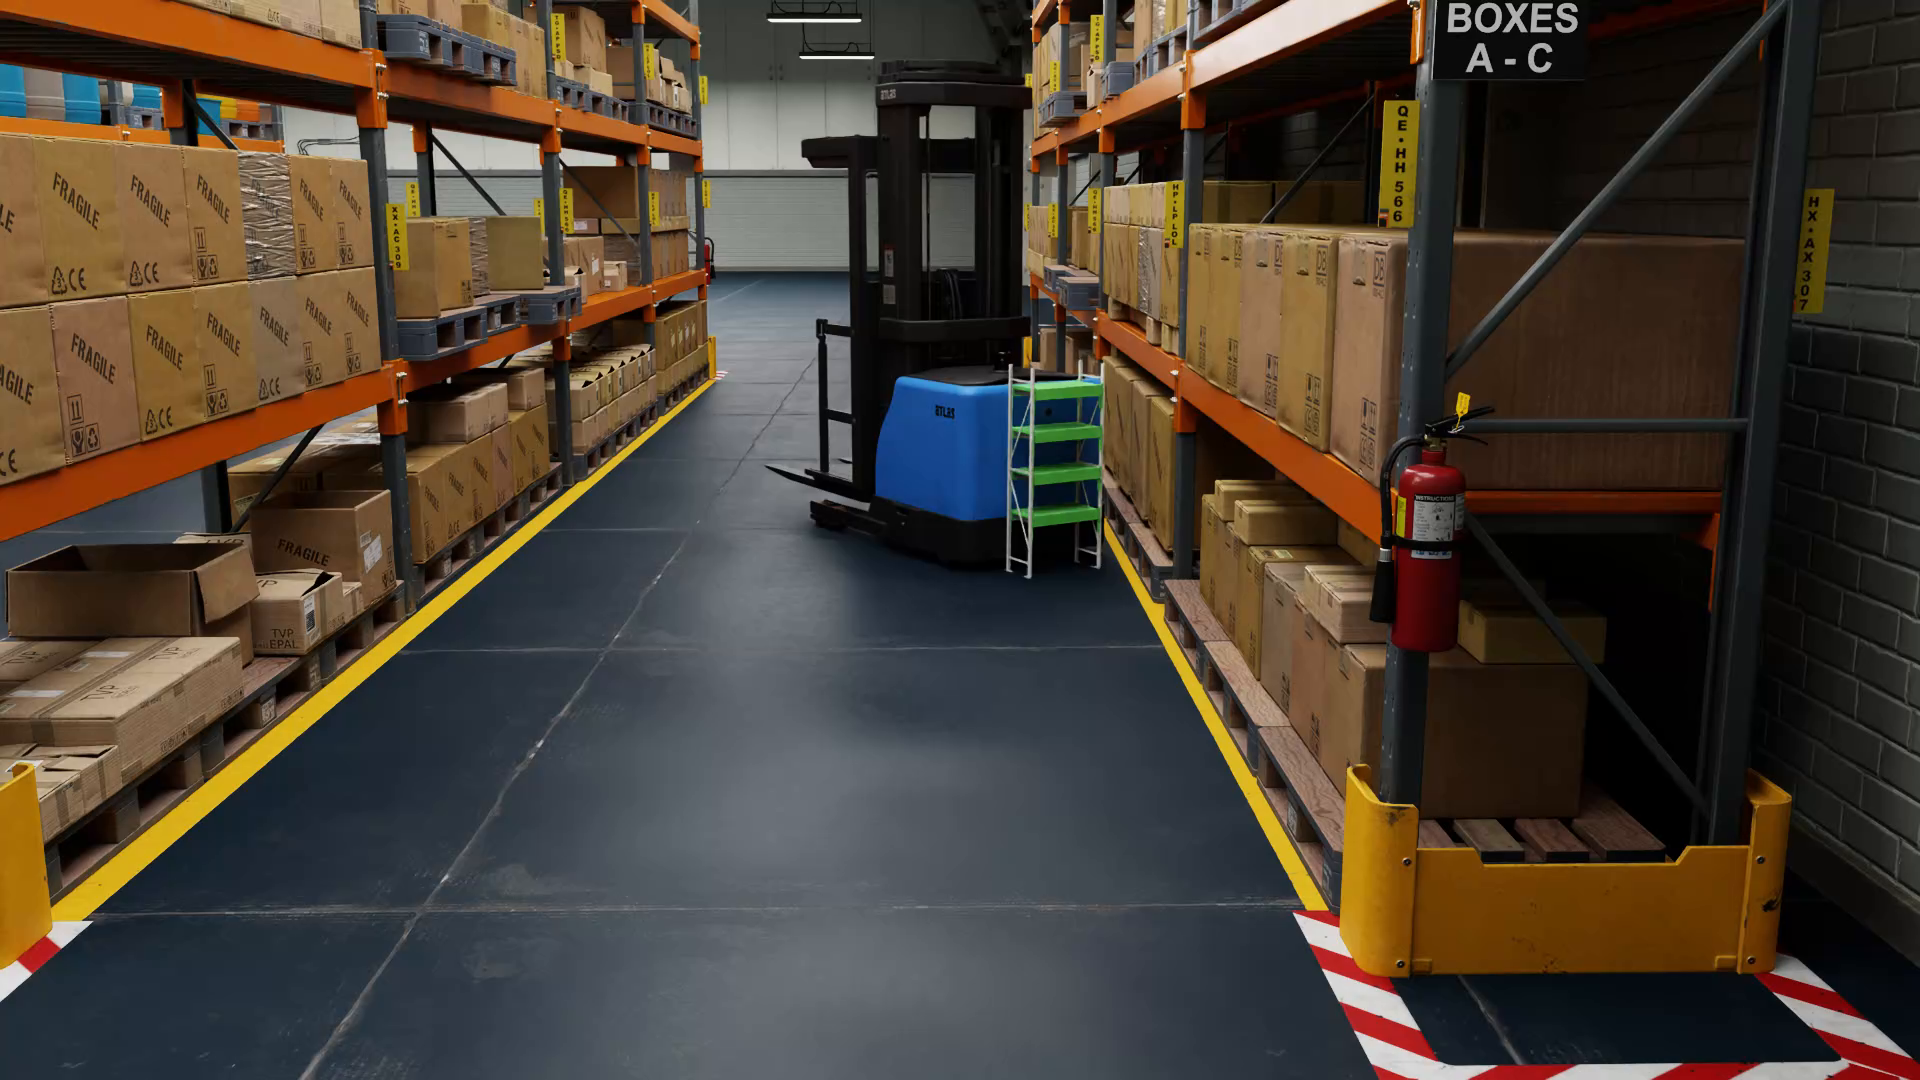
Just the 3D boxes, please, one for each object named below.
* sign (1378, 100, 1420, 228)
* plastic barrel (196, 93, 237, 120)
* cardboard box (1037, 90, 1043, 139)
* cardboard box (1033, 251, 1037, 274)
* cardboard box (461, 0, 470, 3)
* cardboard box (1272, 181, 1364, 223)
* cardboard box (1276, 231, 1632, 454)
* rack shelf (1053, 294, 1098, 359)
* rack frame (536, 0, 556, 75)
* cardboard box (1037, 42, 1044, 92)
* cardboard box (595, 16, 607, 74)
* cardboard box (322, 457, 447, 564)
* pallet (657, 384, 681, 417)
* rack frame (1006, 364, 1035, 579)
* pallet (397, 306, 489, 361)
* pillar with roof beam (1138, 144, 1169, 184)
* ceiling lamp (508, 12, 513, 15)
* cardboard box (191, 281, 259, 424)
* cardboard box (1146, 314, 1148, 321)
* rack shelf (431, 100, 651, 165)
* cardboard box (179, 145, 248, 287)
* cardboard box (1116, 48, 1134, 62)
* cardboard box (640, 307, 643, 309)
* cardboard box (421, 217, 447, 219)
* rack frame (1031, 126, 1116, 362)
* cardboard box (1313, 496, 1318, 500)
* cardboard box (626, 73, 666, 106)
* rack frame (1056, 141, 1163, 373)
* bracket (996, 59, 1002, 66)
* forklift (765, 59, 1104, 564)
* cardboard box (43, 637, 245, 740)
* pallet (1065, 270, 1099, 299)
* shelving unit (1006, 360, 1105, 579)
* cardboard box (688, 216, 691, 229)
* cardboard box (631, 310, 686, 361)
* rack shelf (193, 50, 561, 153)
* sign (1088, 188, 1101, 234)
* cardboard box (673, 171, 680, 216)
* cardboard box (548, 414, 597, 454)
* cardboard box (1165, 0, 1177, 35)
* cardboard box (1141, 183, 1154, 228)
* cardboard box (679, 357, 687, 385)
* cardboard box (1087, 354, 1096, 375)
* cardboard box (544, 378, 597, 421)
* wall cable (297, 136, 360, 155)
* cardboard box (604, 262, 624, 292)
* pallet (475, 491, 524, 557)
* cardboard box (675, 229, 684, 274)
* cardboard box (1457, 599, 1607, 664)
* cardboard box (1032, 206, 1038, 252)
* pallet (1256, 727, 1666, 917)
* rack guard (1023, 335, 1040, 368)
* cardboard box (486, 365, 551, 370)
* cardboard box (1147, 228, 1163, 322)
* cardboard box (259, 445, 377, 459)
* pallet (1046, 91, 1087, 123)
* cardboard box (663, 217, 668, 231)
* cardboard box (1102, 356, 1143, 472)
[{"bbox_3d":[1.156,-0.986,4.365,0.100,0.325,0.005,0,11,-1],"label":"sign"},{"bbox_3d":[-8.386,-4.983,18.505,0.600,0.588,0.600,0,11,0],"label":"plastic barrel"},{"bbox_3d":[1.115,-4.733,18.500,0.500,0.500,0.500,0,11,1],"label":"cardboard box"},{"bbox_3d":[1.090,-3.116,18.699,0.500,0.250,0.500,0,11,-2],"label":"cardboard box"},{"bbox_3d":[-3.395,-3.590,10.401,0.500,0.500,0.500,0,11,-1],"label":"cardboard box"},{"bbox_3d":[1.867,-1.761,8.760,0.500,0.250,0.500,0,11,1],"label":"cardboard box"},{"bbox_3d":[1.652,-0.694,5.683,0.980,0.700,0.700,0,11,-2],"label":"cardboard box"},{"bbox_3d":[1.492,-1.937,14.371,1.077,0.370,4.000,0,11,-1],"label":"rack shelf"},{"bbox_3d":[-3.419,-4.811,11.639,1.000,3.000,0.127,0,11,-1],"label":"rack frame"},{"bbox_3d":[1.115,-5.222,18.392,0.500,0.500,0.500,0,11,0],"label":"cardboard box"},{"bbox_3d":[-3.529,-4.513,15.150,0.500,0.500,0.500,0,11,0],"label":"cardboard box"},{"bbox_3d":[-3.103,-0.163,9.000,0.500,0.500,0.500,-1,11,-4],"label":"cardboard box"},{"bbox_3d":[-3.476,-1.458,17.212,1.003,0.211,1.213,0,11,-1],"label":"pallet"},{"bbox_3d":[0.342,-0.388,9.445,0.015,1.200,0.240,-7,14,-31],"label":"rack frame"},{"bbox_3d":[-3.244,-1.141,9.121,1.003,0.211,1.213,0,11,-1],"label":"pallet"},{"bbox_3d":[-2.057,-6.269,18.826,9.100,9.000,0.400,0,11,-1],"label":"pillar with roof beam"},{"bbox_3d":[-10.402,-12.481,34.766,2.000,3.185,0.800,0,11,-1],"label":"ceiling lamp"},{"bbox_3d":[-3.032,-0.720,6.314,0.500,0.500,0.500,0,11,0],"label":"cardboard box"},{"bbox_3d":[1.349,-1.355,10.275,0.380,0.149,0.250,0,11,1],"label":"cardboard box"},{"bbox_3d":[-3.461,-3.386,13.969,1.077,0.370,4.000,0,11,-1],"label":"rack shelf"},{"bbox_3d":[-3.035,-1.213,6.228,0.500,0.500,0.500,0,11,-2],"label":"cardboard box"},{"bbox_3d":[1.599,-3.680,13.301,0.797,0.503,0.637,1,12,7],"label":"cardboard box"},{"bbox_3d":[-3.760,-2.381,18.722,0.500,0.500,0.500,0,11,-1],"label":"cardboard box"},{"bbox_3d":[-3.435,-1.681,9.995,0.700,0.500,0.500,-3,12,-16],"label":"cardboard box"},{"bbox_3d":[1.368,-3.482,20.178,1.000,3.000,0.127,0,11,-1],"label":"rack frame"},{"bbox_3d":[1.743,-0.119,7.200,0.380,0.149,0.250,-1,11,-3],"label":"cardboard box"},{"bbox_3d":[-3.260,-4.575,16.838,0.500,0.311,0.500,-1,12,-4],"label":"cardboard box"},{"bbox_3d":[1.451,-2.687,16.259,1.000,3.000,0.127,0,11,-1],"label":"rack frame"},{"bbox_3d":[1.215,-14.566,50.672,0.235,0.232,0.430,0,11,-1],"label":"bracket"},{"bbox_3d":[-0.334,-1.542,10.790,1.130,2.935,3.031,-7,13,-31],"label":"forklift"},{"bbox_3d":[-3.002,0.543,6.145,0.500,0.250,0.500,0,11,-1],"label":"cardboard box"},{"bbox_3d":[1.451,-2.191,14.298,1.003,0.211,1.213,0,11,-1],"label":"pallet"},{"bbox_3d":[0.549,-0.414,9.572,0.503,1.200,0.258,-7,14,-31],"label":"shelving unit"},{"bbox_3d":[-3.386,-3.753,19.629,0.380,0.149,0.250,0,11,-2],"label":"cardboard box"},{"bbox_3d":[-3.219,-2.184,17.753,0.500,0.500,0.500,0,11,-1],"label":"cardboard box"},{"bbox_3d":[-3.378,-2.591,10.049,1.077,0.370,4.000,0,11,-1],"label":"rack shelf"},{"bbox_3d":[0.991,-2.416,12.212,0.100,0.325,0.005,0,11,-1],"label":"sign"},{"bbox_3d":[-3.570,-3.938,18.911,0.700,0.500,0.500,-1,11,-3],"label":"cardboard box"},{"bbox_3d":[-3.136,-0.834,12.986,0.500,0.250,0.500,0,11,-1],"label":"cardboard box"},{"bbox_3d":[1.663,-3.315,10.453,0.700,0.500,0.500,0,11,2],"label":"cardboard box"},{"bbox_3d":[1.339,-1.964,9.758,0.500,0.250,0.500,0,11,0],"label":"cardboard box"},{"bbox_3d":[-3.219,-1.816,17.827,0.500,0.250,0.500,0,11,-1],"label":"cardboard box"},{"bbox_3d":[1.543,-1.429,15.238,0.700,0.500,0.500,0,11,-2],"label":"cardboard box"},{"bbox_3d":[-3.136,-1.109,12.931,0.500,0.311,0.500,0,11,1],"label":"cardboard box"},{"bbox_3d":[-19.113,-14.414,50.422,2.305,6.003,0.169,0,11,-1],"label":"wall cable"},{"bbox_3d":[-3.300,-2.426,15.311,0.396,0.266,0.258,-1,11,-3],"label":"cardboard box"},{"bbox_3d":[-3.419,-0.114,10.588,1.003,0.211,1.213,0,11,-1],"label":"pallet"},{"bbox_3d":[-3.572,-3.313,19.092,0.700,0.500,0.500,0,11,0],"label":"cardboard box"},{"bbox_3d":[1.787,0.285,5.209,0.380,0.149,0.250,0,11,-1],"label":"cardboard box"},{"bbox_3d":[1.082,-3.489,18.652,0.500,0.500,0.500,-1,11,-3],"label":"cardboard box"},{"bbox_3d":[1.604,0.906,5.560,1.003,0.211,1.213,0,11,-1],"label":"pallet"},{"bbox_3d":[1.370,-2.242,20.352,1.175,0.500,0.348,0,11,-1],"label":"rack guard"},{"bbox_3d":[-3.701,-1.311,13.924,0.500,0.311,0.500,0,11,-2],"label":"cardboard box"},{"bbox_3d":[1.334,-1.493,9.326,0.500,0.500,0.500,0,11,-1],"label":"cardboard box"},{"bbox_3d":[-3.635,-0.261,9.483,0.500,0.500,0.500,0,11,-1],"label":"cardboard box"},{"bbox_3d":[1.381,-3.736,14.356,1.213,0.211,1.003,0,11,-1],"label":"pallet"},{"bbox_3d":[-3.349,-3.395,17.866,0.380,0.149,0.250,0,11,-2],"label":"cardboard box"},{"bbox_3d":[1.417,-0.897,11.789,0.750,0.750,0.750,0,11,-2],"label":"cardboard box"}]
